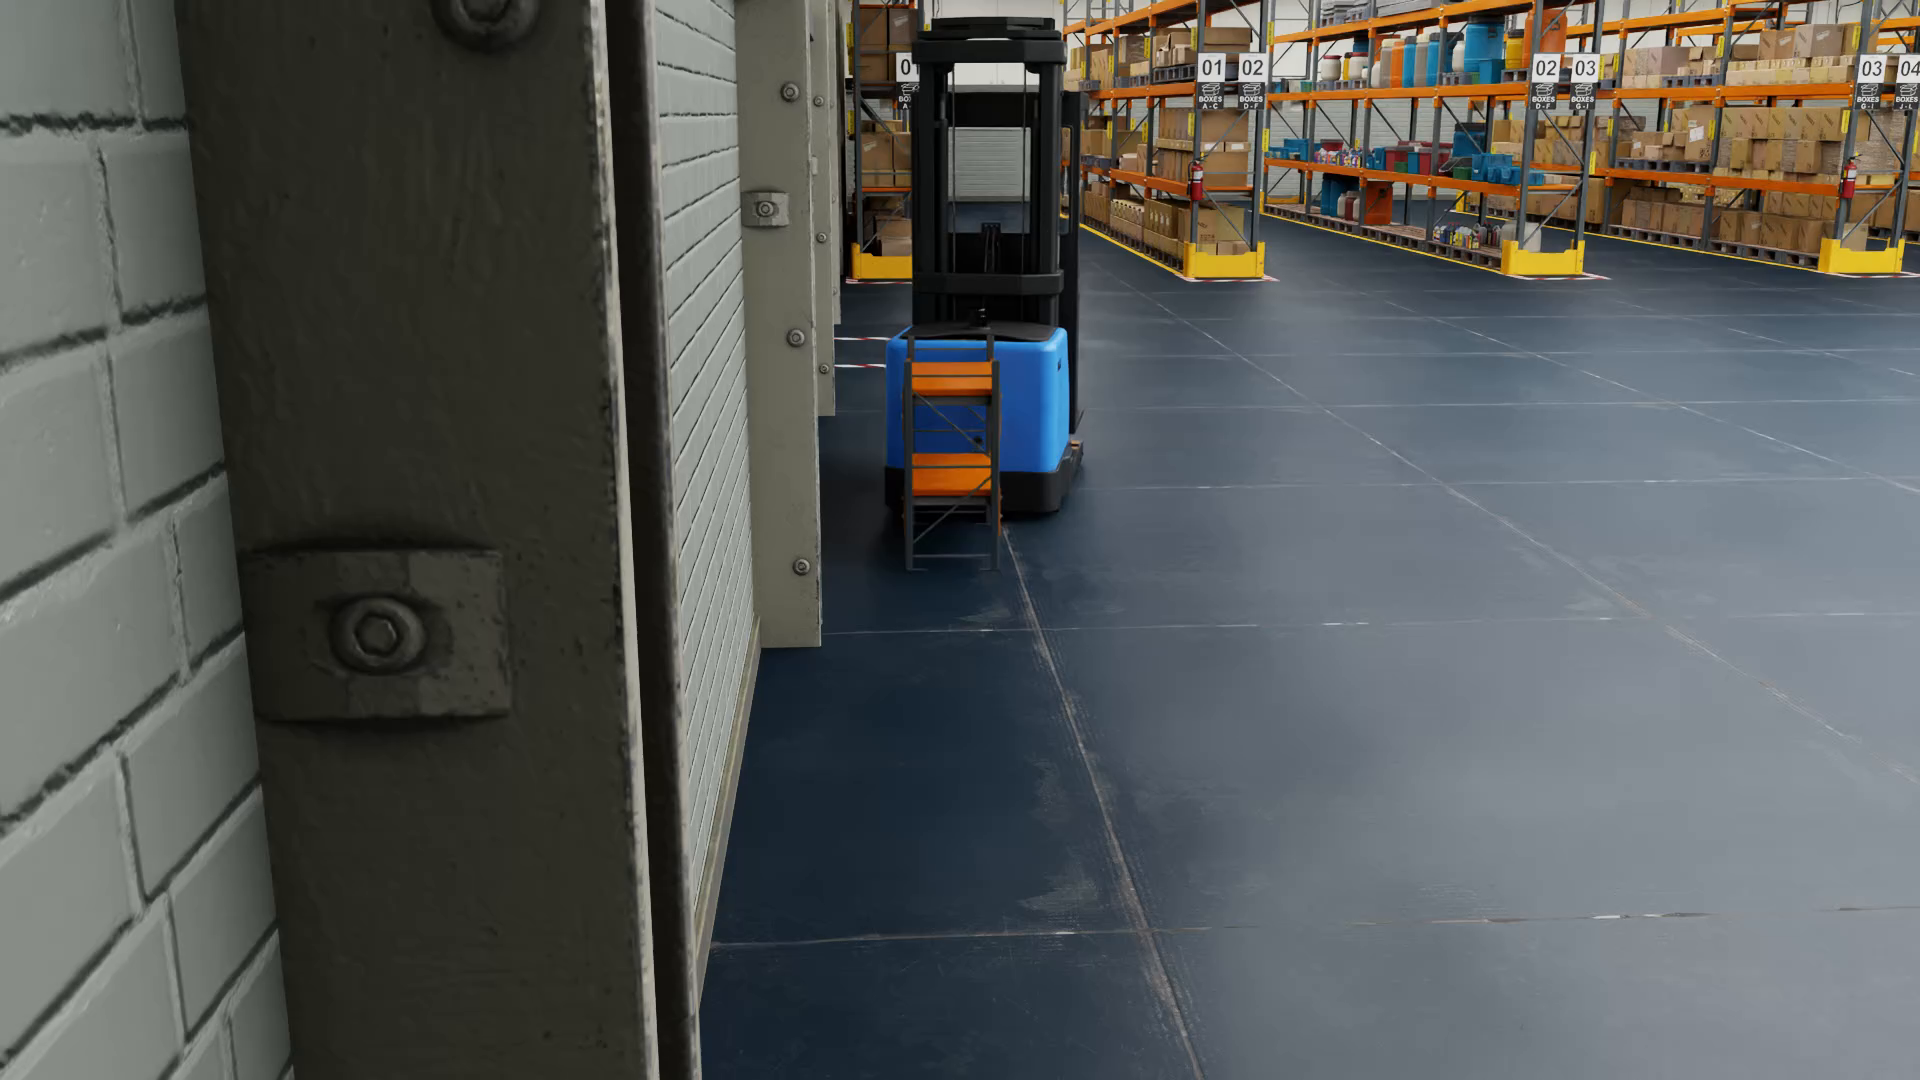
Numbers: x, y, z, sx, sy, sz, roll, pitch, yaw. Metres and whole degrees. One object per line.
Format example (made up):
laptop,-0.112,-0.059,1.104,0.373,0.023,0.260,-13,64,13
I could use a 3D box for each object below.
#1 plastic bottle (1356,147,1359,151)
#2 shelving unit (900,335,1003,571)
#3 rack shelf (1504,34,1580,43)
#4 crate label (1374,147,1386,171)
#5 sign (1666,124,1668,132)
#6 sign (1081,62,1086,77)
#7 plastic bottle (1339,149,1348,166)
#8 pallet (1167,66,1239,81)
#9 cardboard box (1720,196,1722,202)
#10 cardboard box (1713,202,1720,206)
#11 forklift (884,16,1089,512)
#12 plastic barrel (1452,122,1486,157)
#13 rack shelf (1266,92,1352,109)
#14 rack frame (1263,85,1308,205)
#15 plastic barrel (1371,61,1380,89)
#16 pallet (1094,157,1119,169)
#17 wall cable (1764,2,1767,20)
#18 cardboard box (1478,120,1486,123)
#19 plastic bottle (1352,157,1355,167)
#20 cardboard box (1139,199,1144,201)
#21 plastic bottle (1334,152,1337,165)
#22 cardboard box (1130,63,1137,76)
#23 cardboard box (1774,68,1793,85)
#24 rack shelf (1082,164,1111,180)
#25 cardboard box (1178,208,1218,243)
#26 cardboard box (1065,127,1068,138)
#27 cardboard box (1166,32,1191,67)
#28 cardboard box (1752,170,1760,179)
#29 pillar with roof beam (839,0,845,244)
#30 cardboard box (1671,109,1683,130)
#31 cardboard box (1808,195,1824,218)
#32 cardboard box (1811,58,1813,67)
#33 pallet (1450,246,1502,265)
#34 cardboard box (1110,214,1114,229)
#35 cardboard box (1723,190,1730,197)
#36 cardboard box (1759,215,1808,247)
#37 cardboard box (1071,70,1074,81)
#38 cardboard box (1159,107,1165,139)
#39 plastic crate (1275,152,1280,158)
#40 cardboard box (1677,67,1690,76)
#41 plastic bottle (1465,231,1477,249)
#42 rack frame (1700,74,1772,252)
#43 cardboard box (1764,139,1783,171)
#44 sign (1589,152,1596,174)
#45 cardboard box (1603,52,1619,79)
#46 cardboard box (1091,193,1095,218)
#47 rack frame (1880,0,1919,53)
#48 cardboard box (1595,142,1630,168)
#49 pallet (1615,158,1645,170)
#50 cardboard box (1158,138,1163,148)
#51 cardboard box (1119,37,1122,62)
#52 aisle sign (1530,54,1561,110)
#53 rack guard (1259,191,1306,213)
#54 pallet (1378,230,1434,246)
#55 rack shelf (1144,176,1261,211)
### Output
plastic bottle,8.514,-8.217,35.541,0.144,0.351,0.185,-1,14,-3
shelving unit,-0.048,-0.509,9.246,0.538,1.125,1.048,0,14,-1
rack shelf,12.950,-11.401,38.026,1.077,0.370,4.000,-1,14,-3
crate label,8.170,-7.235,31.556,0.502,0.435,0.616,-1,14,-3
sign,17.241,-9.998,40.626,0.100,0.325,0.005,-1,14,-3
sign,2.645,-10.081,35.632,0.100,0.325,0.005,-1,14,-3
plastic bottle,7.888,-7.864,34.170,0.144,0.351,0.185,-1,14,-3
pallet,3.833,-7.294,26.015,1.003,0.211,1.213,-1,14,-3
cardboard box,17.713,-7.830,38.219,0.380,0.149,0.250,-1,14,-3
cardboard box,17.602,-7.764,38.563,0.380,0.149,0.250,-1,14,-4
forklift,0.264,-1.902,11.036,1.130,2.935,3.031,2,15,8
plastic barrel,8.904,-6.818,29.000,0.600,0.901,0.708,-1,14,-3
rack shelf,8.006,-10.066,38.053,1.077,0.370,4.000,-1,14,-3
rack frame,7.883,-9.459,40.270,1.000,3.000,0.127,-1,14,-3
plastic barrel,8.092,-8.894,31.831,0.421,0.512,0.421,0,14,0
pallet,3.322,-7.468,32.918,1.213,0.211,1.003,-1,14,-3
wall cable,22.083,-14.004,45.895,0.463,3.000,0.029,-1,14,-3
cardboard box,12.617,-9.722,39.492,0.500,0.500,0.500,-1,14,-5
plastic bottle,7.918,-7.578,33.357,0.097,0.201,0.097,0,14,0
cardboard box,3.712,-6.411,31.972,0.500,0.311,0.500,-1,14,-2
plastic bottle,7.836,-7.939,34.622,0.097,0.271,0.097,0,14,0
cardboard box,3.518,-8.865,31.401,0.500,0.250,0.500,-2,15,-8
cardboard box,13.440,-7.429,26.661,0.500,0.250,0.500,-1,14,-4
rack shelf,3.310,-7.543,34.266,1.077,0.370,4.000,-1,14,-3
cardboard box,3.600,-4.768,25.208,0.500,0.500,0.500,-1,14,-3
cardboard box,2.743,-9.672,38.890,0.500,0.500,0.500,-1,14,-3
cardboard box,3.658,-7.761,26.321,0.797,0.503,0.637,1,14,3
cardboard box,13.385,-6.061,27.567,0.380,0.149,0.250,-1,14,-3
pillar with roof beam,2.004,-9.952,30.145,9.100,9.000,0.400,-1,14,-3
cardboard box,17.546,-10.148,40.143,0.500,0.500,0.500,-1,14,-4
cardboard box,17.948,-6.879,34.416,0.500,0.500,0.500,0,14,-1
cardboard box,13.533,-7.452,25.951,0.380,0.149,0.250,-1,14,-3
pallet,8.705,-4.652,27.184,1.003,0.211,1.213,-1,14,-3
cardboard box,3.173,-6.131,32.010,0.500,0.250,0.500,-1,14,-4
cardboard box,17.671,-7.912,37.942,0.380,0.149,0.250,-1,14,-4
cardboard box,13.714,-5.148,27.689,0.500,0.500,0.500,-2,15,-8
cardboard box,2.799,-10.501,37.597,0.500,0.250,0.500,-1,14,-3
cardboard box,3.716,-6.965,27.774,0.700,0.500,0.500,-1,14,-3
plastic crate,7.549,-9.044,39.066,0.250,0.136,0.298,-1,14,-3
cardboard box,13.353,-8.559,30.377,0.380,0.166,0.250,-1,14,-5
plastic bottle,8.334,-4.887,27.083,0.152,0.276,0.135,-1,14,-3
rack frame,13.569,-6.551,28.968,1.000,3.000,0.127,-1,14,-3
cardboard box,13.653,-6.258,27.031,0.875,0.500,0.500,-1,14,-3
sign,9.423,-5.621,24.799,0.100,0.325,0.005,-1,14,-3
cardboard box,13.212,-9.403,32.981,0.797,0.503,0.637,0,14,0
cardboard box,3.041,-7.010,34.886,0.500,0.500,0.500,-1,14,-3
rack frame,22.717,-12.594,40.414,1.000,3.000,0.127,-1,14,-3
cardboard box,13.044,-7.713,33.284,0.500,0.500,0.500,0,14,-2
pallet,13.472,-7.277,32.176,1.213,0.211,1.003,-1,14,-3
cardboard box,3.521,-6.629,27.770,0.380,0.149,0.250,-1,14,-3
cardboard box,3.382,-9.615,32.648,0.500,0.500,0.500,-1,14,-3
aisle sign,8.582,-6.716,24.393,0.394,0.787,0.004,-1,14,-3
rack guard,7.868,-8.254,40.604,1.175,0.500,0.348,-1,14,-3
pallet,8.460,-5.623,30.957,1.003,0.211,1.213,-1,14,-3
rack shelf,3.806,-5.553,26.534,1.077,0.370,4.000,-1,14,-3
